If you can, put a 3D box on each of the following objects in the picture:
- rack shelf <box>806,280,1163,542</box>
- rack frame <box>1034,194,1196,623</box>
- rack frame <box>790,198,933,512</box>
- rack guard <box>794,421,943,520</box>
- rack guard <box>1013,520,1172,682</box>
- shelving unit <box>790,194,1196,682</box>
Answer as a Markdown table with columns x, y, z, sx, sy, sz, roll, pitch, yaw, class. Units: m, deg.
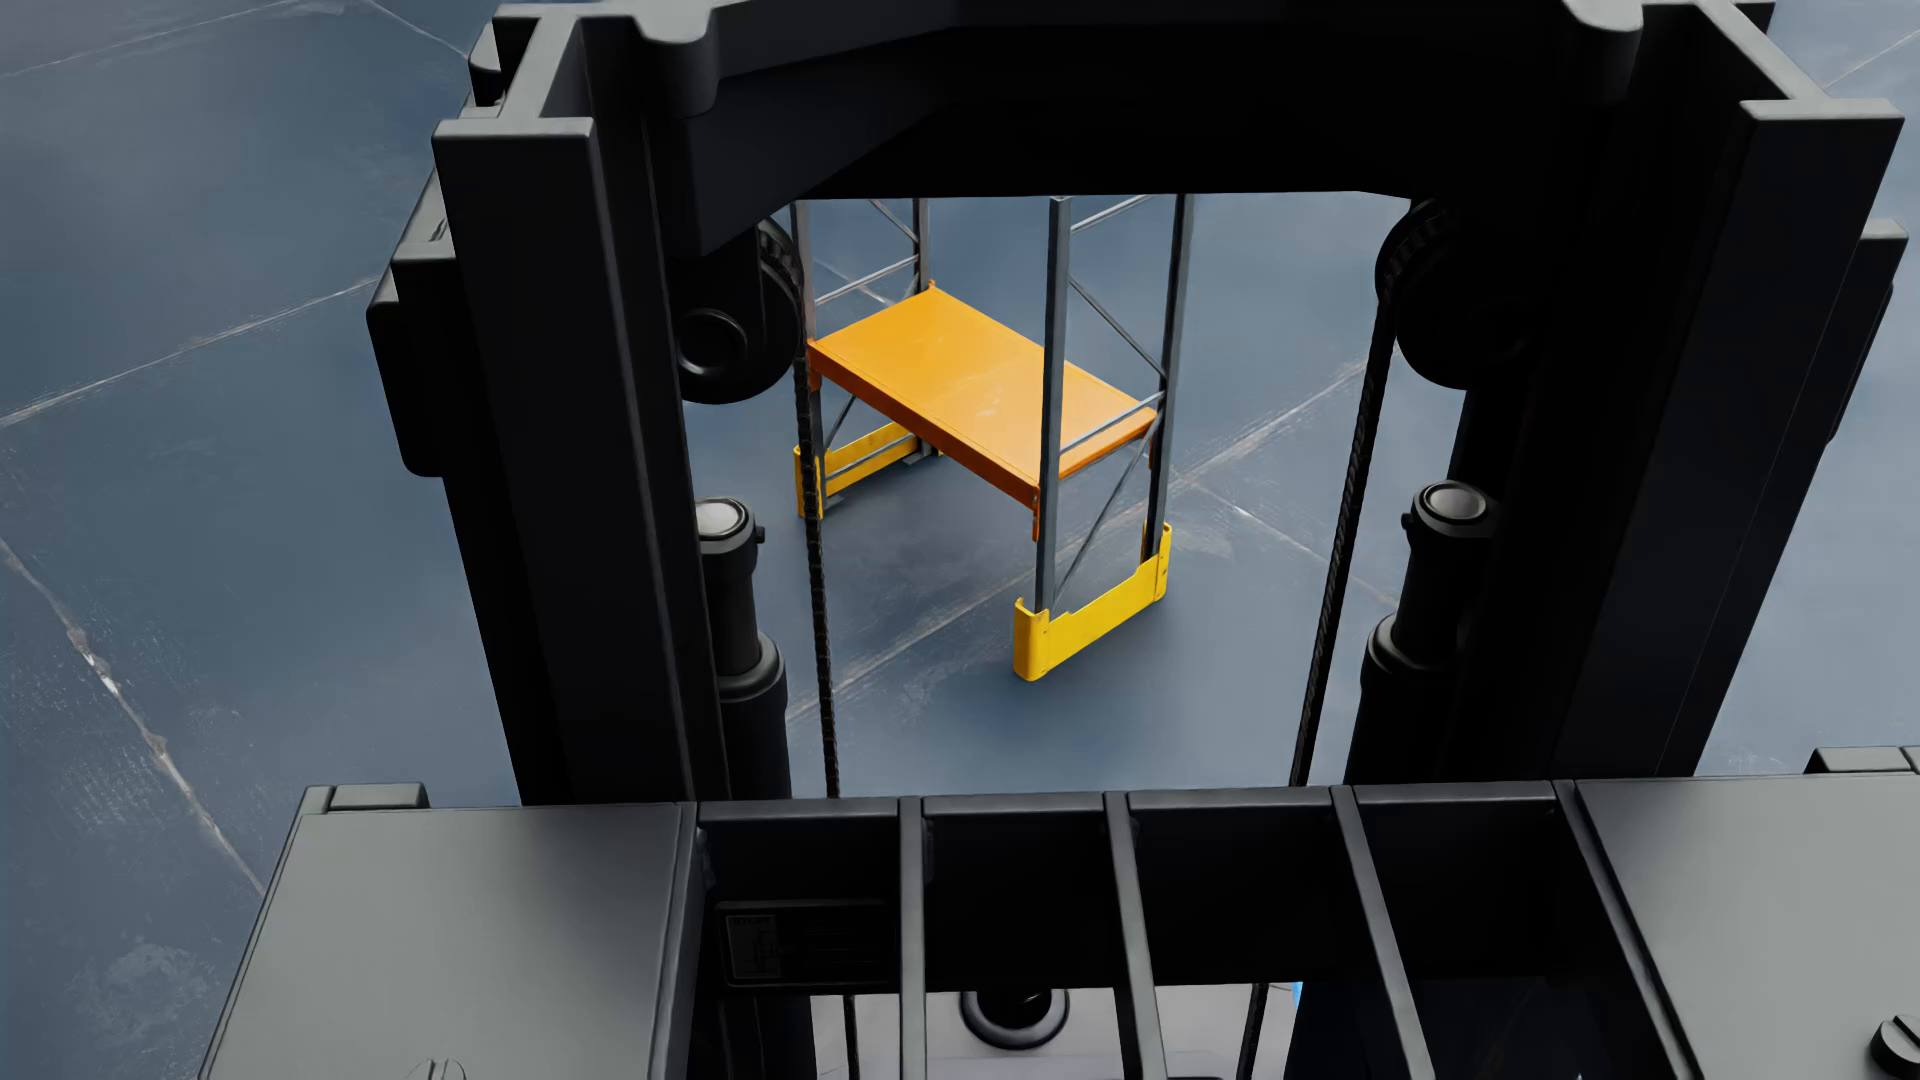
| x | y | z | sx | sy | sz | roll | pitch | yaw | class |
| --- | --- | --- | --- | --- | --- | --- | --- | --- | --- |
| 0.058 | -0.404 | 4.843 | 0.538 | 0.185 | 1.000 | -30 | 48 | -32 | rack shelf |
| 0.402 | -0.309 | 4.439 | 0.500 | 1.500 | 0.032 | -30 | 48 | -32 | rack frame |
| -0.286 | -0.779 | 5.021 | 0.500 | 1.500 | 0.032 | -30 | 48 | -32 | rack frame |
| -0.285 | -0.292 | 5.413 | 0.587 | 0.250 | 0.087 | -30 | 48 | -32 | rack guard |
| 0.388 | 0.169 | 4.842 | 0.587 | 0.250 | 0.087 | -30 | 48 | -32 | rack guard |
| 0.052 | -0.548 | 4.735 | 0.587 | 1.500 | 1.083 | -30 | 48 | -32 | shelving unit |
